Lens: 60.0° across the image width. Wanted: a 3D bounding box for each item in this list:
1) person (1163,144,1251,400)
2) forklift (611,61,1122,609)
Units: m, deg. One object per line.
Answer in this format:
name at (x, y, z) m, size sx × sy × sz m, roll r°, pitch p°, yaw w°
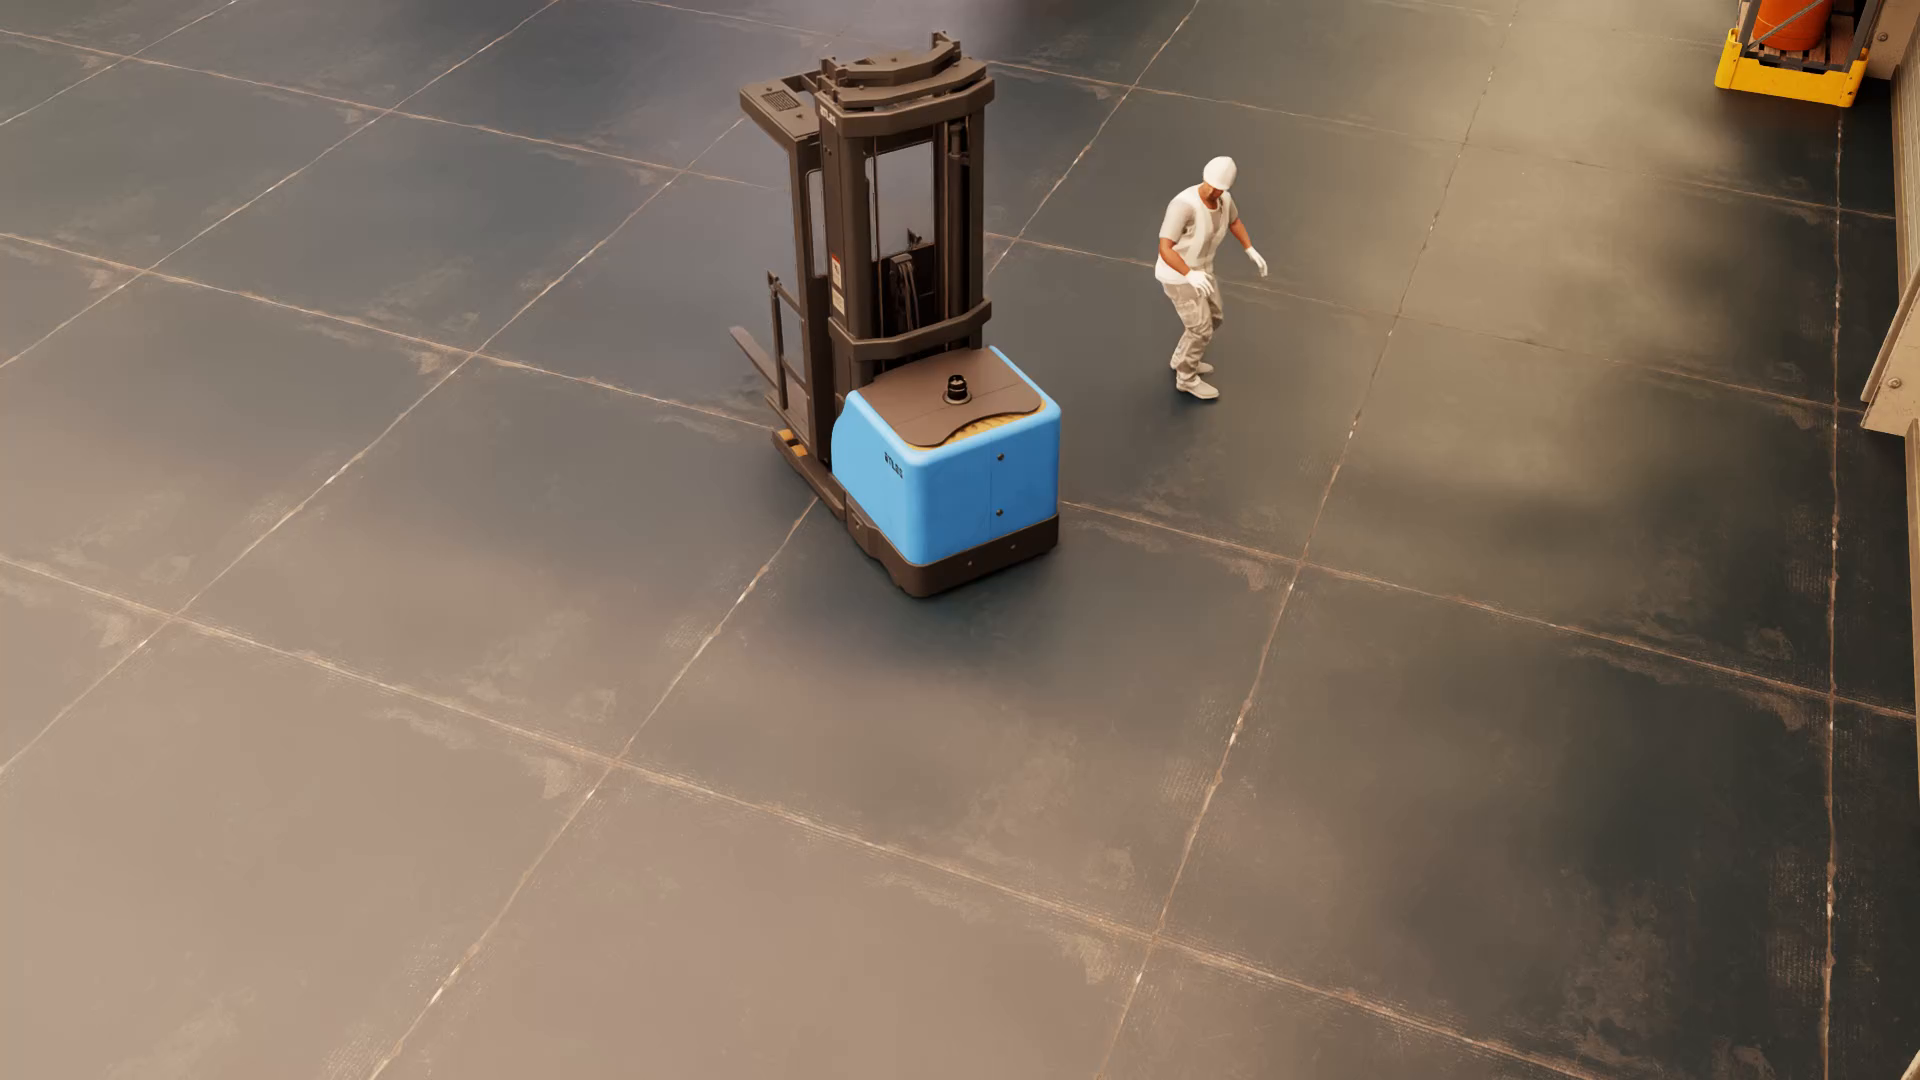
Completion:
person at (1.629, -1.821, 11.088) m, size 0.453 × 1.772 × 0.617 m, roll 27°, pitch 47°, yaw 29°
forklift at (-0.602, -1.200, 9.440) m, size 3.031 × 2.935 × 1.130 m, roll 8°, pitch 41°, yaw 9°
